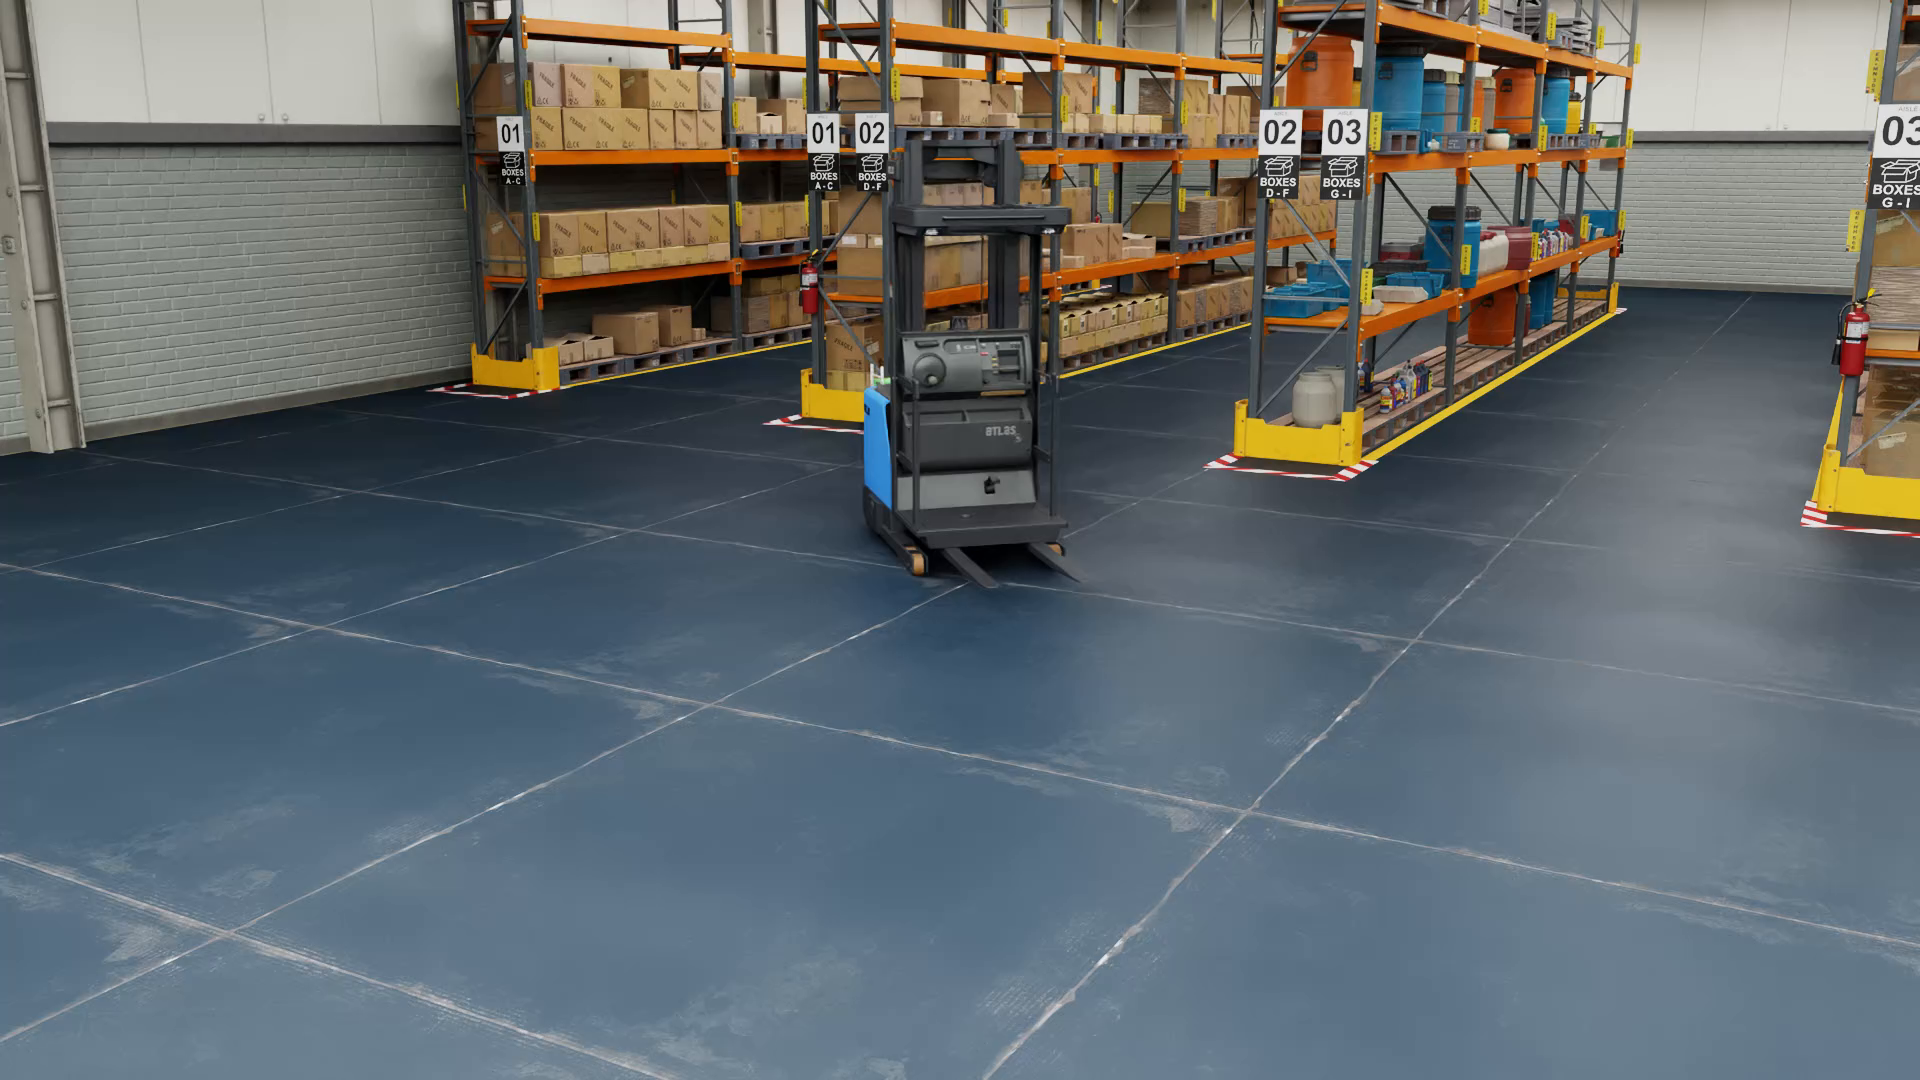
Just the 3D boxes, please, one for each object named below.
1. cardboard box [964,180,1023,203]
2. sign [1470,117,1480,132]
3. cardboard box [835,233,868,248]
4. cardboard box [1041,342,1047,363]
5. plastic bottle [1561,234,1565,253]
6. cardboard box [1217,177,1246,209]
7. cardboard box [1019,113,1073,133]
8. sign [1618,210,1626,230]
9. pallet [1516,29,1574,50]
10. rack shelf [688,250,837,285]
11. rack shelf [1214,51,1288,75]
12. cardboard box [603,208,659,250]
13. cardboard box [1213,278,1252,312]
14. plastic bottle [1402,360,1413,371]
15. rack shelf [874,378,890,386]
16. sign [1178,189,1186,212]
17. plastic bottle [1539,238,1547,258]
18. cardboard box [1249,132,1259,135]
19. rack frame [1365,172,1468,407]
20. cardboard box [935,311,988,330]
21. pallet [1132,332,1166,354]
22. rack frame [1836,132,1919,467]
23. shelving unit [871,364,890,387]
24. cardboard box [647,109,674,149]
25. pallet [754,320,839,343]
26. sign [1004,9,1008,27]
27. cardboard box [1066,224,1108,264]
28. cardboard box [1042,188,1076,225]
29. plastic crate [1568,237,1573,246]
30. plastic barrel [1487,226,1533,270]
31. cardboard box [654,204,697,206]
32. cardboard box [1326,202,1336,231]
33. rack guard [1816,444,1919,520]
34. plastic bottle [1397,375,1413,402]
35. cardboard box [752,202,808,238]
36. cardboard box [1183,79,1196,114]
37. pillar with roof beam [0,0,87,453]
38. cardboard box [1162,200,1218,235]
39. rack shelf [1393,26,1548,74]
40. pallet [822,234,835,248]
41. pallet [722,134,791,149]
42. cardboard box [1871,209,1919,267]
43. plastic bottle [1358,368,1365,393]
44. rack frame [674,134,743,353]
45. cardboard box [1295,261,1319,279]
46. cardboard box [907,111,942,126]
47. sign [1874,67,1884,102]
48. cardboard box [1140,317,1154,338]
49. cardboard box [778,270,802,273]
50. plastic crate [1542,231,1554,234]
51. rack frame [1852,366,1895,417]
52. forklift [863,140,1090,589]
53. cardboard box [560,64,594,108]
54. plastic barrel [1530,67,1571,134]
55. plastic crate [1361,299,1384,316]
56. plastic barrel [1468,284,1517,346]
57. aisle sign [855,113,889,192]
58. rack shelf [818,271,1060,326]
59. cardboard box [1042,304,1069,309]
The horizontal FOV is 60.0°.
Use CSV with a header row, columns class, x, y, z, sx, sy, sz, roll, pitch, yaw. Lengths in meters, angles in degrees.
class,x,y,z,sx,sy,sz,roll,pitch,yaw
cardboard box,0.341,-4.081,20.081,0.700,0.500,0.500,7,15,28
sign,5.603,-4.433,18.104,0.100,0.325,0.005,7,15,28
cardboard box,-1.123,-3.241,17.978,0.380,0.149,0.250,7,15,27
cardboard box,0.760,-2.345,20.831,0.500,0.250,0.500,7,15,28
plastic bottle,8.910,-4.424,24.749,0.152,0.276,0.135,7,15,28
cardboard box,4.678,-5.907,28.287,0.500,0.500,0.500,7,15,28
cardboard box,1.099,-5.312,21.192,0.500,0.250,0.500,9,16,34
sign,11.418,-5.518,28.673,0.100,0.325,0.005,7,15,28
pallet,7.436,-6.631,22.094,1.213,0.211,1.003,7,15,28
rack shelf,-2.579,-4.219,25.167,1.077,0.370,4.000,7,15,28
rack shelf,5.627,-8.214,28.947,1.077,0.370,4.000,7,15,28
cardboard box,-4.243,-4.015,21.466,0.500,0.500,0.500,8,16,30
cardboard box,4.426,-4.003,27.134,0.500,0.500,0.500,7,15,28
plastic bottle,4.942,-1.813,18.368,0.144,0.351,0.185,7,15,28
rack shelf,-0.430,-1.221,13.249,0.480,0.148,0.258,-6,13,-24
sign,3.214,-4.919,24.066,0.100,0.325,0.005,7,15,28
plastic bottle,8.223,-4.133,23.540,0.152,0.276,0.135,7,15,28
cardboard box,5.112,-6.696,27.827,0.500,0.250,0.500,7,15,28
rack frame,5.127,-3.036,18.724,1.000,3.000,0.127,7,15,28
cardboard box,0.041,-2.401,19.464,0.500,0.500,0.500,7,15,28
pallet,2.294,-2.898,24.104,1.003,0.211,1.213,7,15,28
rack frame,7.529,-1.654,12.993,1.000,3.000,0.127,7,15,28
shelving unit,-0.426,-0.815,13.336,0.503,1.200,0.258,-6,13,-24
cardboard box,-4.063,-5.323,21.555,0.500,0.500,0.500,7,15,26
pallet,-2.582,-3.214,25.413,1.003,0.211,1.213,7,15,28
sign,0.803,-9.149,29.122,0.100,0.325,0.005,7,15,28
cardboard box,1.675,-4.013,22.564,0.500,0.500,0.500,7,15,28
cardboard box,1.676,-6.509,32.494,0.980,0.700,0.700,7,15,28
plastic crate,9.345,-4.657,25.885,0.396,0.136,0.243,7,15,28
plastic barrel,7.102,-3.793,21.575,0.600,0.536,0.708,7,15,28
cardboard box,-3.955,-4.387,23.006,0.500,0.500,0.500,7,15,27
cardboard box,6.616,-5.985,30.747,0.500,0.500,0.500,8,16,30
rack guard,7.566,-0.454,13.350,1.175,0.500,0.348,7,15,28
plastic bottle,4.737,-1.622,17.734,0.152,0.276,0.135,8,16,29
cardboard box,-2.702,-4.773,24.781,0.700,0.500,0.500,10,17,36
cardboard box,3.189,-6.604,24.781,0.500,0.500,0.500,7,15,28
pillar with roof beam,-5.030,-4.777,13.146,9.100,9.000,0.400,7,15,28
cardboard box,3.542,-4.979,25.676,0.700,0.500,0.500,11,17,38
rack shelf,6.094,-5.818,19.855,1.077,0.370,4.000,7,15,28
pallet,-1.863,-4.727,26.150,1.213,0.211,1.003,7,15,28
pallet,-3.154,-5.639,23.526,1.213,0.211,1.003,7,15,28
cardboard box,7.579,-2.474,13.413,0.500,0.500,0.500,7,15,28
plastic bottle,4.409,-1.761,18.321,0.097,0.271,0.097,0,14,0
rack frame,-3.545,-4.158,23.380,1.000,3.000,0.127,7,15,28
cardboard box,6.547,-4.919,30.931,0.500,0.500,0.500,7,15,28
cardboard box,-0.418,-4.607,18.182,0.380,0.149,0.250,7,15,28
sign,8.975,-4.438,16.196,0.100,0.325,0.005,7,15,28
cardboard box,2.440,-3.044,23.730,0.500,0.250,0.500,7,15,27
cardboard box,-2.489,-3.972,25.405,0.500,0.250,0.500,7,15,28
plastic crate,9.573,-4.969,27.180,0.293,0.136,0.466,7,15,28
rack frame,9.463,-2.474,16.397,1.000,3.000,0.127,7,15,28
forklift,0.109,-1.271,11.552,1.130,2.935,3.031,-4,14,-14
cardboard box,-4.794,-5.489,20.110,0.500,0.500,0.500,7,15,27
plastic barrel,8.303,-6.215,23.549,0.600,0.901,0.708,7,15,28
plastic crate,3.908,-2.234,15.962,0.298,0.136,0.250,7,15,28
plastic barrel,7.282,-3.108,22.758,0.600,0.830,0.708,7,15,28
aisle sign,-0.904,-3.992,17.147,0.394,0.787,0.004,7,15,28
rack shelf,-0.174,-2.837,19.438,1.077,0.370,4.000,7,15,28
cardboard box,1.227,-3.063,22.611,0.500,0.311,0.500,7,15,28
